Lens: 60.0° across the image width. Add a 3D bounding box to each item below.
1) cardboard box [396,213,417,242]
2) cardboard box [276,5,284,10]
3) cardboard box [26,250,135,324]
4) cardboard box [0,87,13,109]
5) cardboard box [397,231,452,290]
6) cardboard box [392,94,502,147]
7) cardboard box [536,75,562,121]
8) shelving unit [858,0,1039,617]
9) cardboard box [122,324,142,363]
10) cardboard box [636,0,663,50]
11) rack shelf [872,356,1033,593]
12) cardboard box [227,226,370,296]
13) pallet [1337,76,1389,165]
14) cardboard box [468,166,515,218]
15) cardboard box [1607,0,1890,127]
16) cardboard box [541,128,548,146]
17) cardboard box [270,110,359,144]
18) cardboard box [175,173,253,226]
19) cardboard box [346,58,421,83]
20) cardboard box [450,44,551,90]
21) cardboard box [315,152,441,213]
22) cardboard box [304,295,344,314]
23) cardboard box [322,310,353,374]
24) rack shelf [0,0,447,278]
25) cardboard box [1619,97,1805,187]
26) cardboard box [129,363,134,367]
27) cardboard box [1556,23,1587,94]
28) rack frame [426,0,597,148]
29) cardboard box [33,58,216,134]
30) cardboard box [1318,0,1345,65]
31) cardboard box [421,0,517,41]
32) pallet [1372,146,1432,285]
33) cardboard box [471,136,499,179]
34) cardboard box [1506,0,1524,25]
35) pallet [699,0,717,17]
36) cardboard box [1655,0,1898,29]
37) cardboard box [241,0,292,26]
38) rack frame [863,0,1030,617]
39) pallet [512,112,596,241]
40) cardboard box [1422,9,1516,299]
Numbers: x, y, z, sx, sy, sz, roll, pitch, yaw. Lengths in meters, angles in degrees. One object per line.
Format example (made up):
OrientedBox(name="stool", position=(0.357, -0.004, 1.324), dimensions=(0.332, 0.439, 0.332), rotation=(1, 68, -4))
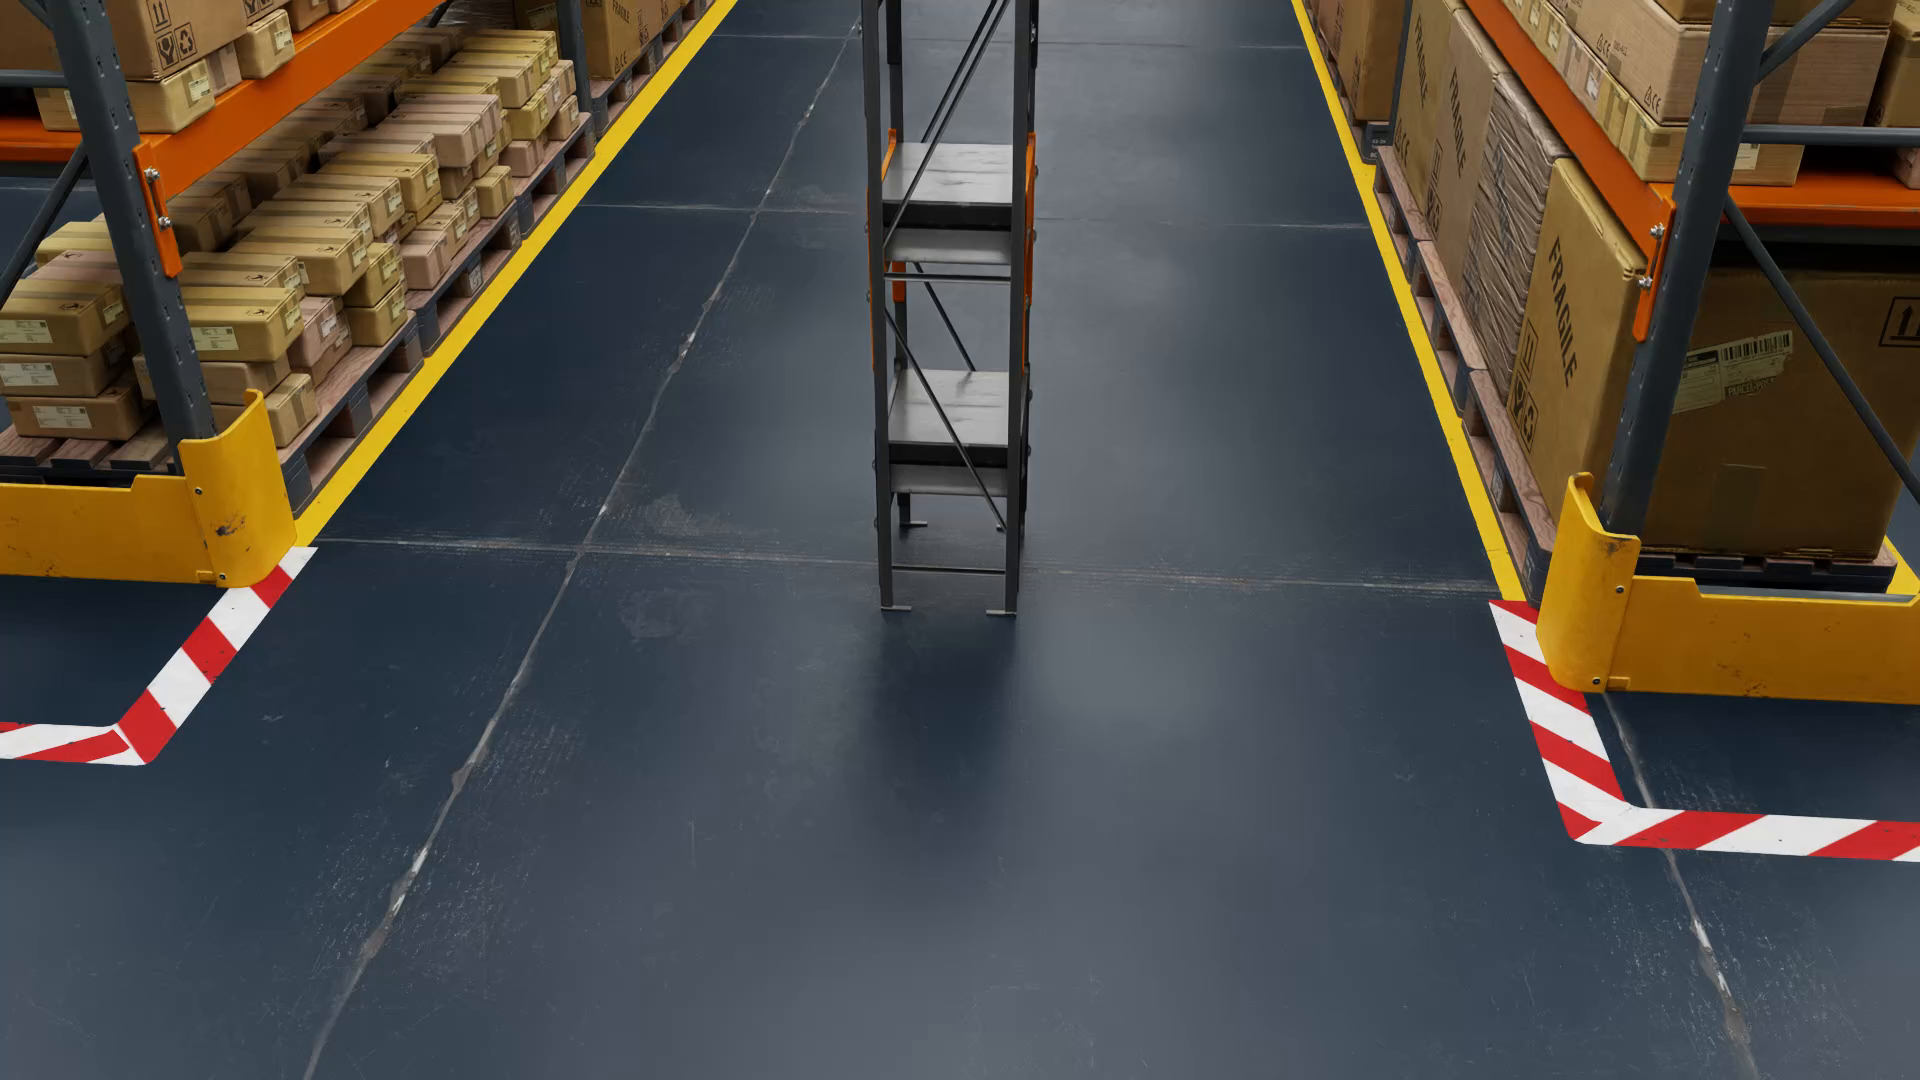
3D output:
OrientedBox(name="cardboard box", position=(-2.347, -1.247, 6.448), dimensions=(0.380, 0.149, 0.250), rotation=(4, 32, 7))
OrientedBox(name="cardboard box", position=(-2.401, -1.667, 5.335), dimensions=(0.380, 0.149, 0.250), rotation=(4, 32, 6))
OrientedBox(name="cardboard box", position=(-2.825, -0.839, 5.502), dimensions=(0.380, 0.149, 0.250), rotation=(3, 32, 5))
OrientedBox(name="cardboard box", position=(-2.948, -1.279, 4.706), dimensions=(0.380, 0.149, 0.250), rotation=(2, 32, 4))
OrientedBox(name="cardboard box", position=(-2.215, -1.093, 6.481), dimensions=(0.380, 0.149, 0.250), rotation=(1, 32, 2))
OrientedBox(name="cardboard box", position=(-2.160, -1.773, 7.018), dimensions=(0.380, 0.149, 0.250), rotation=(1, 32, 2))
OrientedBox(name="cardboard box", position=(-2.086, -2.067, 7.778), dimensions=(0.380, 0.149, 0.250), rotation=(1, 32, 2))
OrientedBox(name="shelving unit", position=(-0.013, -0.807, 4.559), dimensions=(0.431, 2.100, 0.503), rotation=(2, 32, 4))
OrientedBox(name="cardboard box", position=(-2.859, -0.718, 5.590), dimensions=(0.380, 0.149, 0.250), rotation=(2, 32, 3))
OrientedBox(name="cardboard box", position=(-2.001, -3.062, 9.341), dimensions=(0.500, 0.500, 0.500), rotation=(4, 32, 6))
OrientedBox(name="rack shelf", position=(-0.013, -0.200, 4.933), dimensions=(0.431, 0.518, 0.480), rotation=(2, 32, 4))
OrientedBox(name="cardboard box", position=(-2.261, -0.957, 5.694), dimensions=(0.380, 0.149, 0.250), rotation=(2, 32, 4))
OrientedBox(name="pallet", position=(2.556, -2.250, 8.700), dimensions=(1.003, 0.211, 1.213), rotation=(2, 32, 4))
OrientedBox(name="cardboard box", position=(-2.144, -1.500, 7.141), dimensions=(0.380, 0.149, 0.250), rotation=(2, 32, 4))
OrientedBox(name="cardboard box", position=(2.017, -1.267, 4.306), dimensions=(0.500, 0.250, 0.500), rotation=(2, 32, 3))
OrientedBox(name="cardboard box", position=(-2.164, -1.909, 7.805), dimensions=(0.380, 0.149, 0.250), rotation=(3, 32, 5))
OrientedBox(name="cardboard box", position=(-2.695, -1.654, 6.824), dimensions=(0.380, 0.149, 0.250), rotation=(1, 32, 2))
OrientedBox(name="cardboard box", position=(-2.880, -1.255, 6.177), dimensions=(0.380, 0.149, 0.250), rotation=(4, 32, 6))
OrientedBox(name="cardboard box", position=(-2.655, -2.067, 7.494), dimensions=(0.380, 0.149, 0.250), rotation=(2, 32, 3))
OrientedBox(name="cardboard box", position=(-2.118, -2.181, 7.680), dimensions=(0.380, 0.149, 0.250), rotation=(3, 32, 5))
OrientedBox(name="cardboard box", position=(-2.224, -1.371, 6.365), dimensions=(0.380, 0.149, 0.250), rotation=(3, 32, 5))
OrientedBox(name="cardboard box", position=(-2.384, -0.831, 5.773), dimensions=(0.380, 0.149, 0.250), rotation=(3, 32, 5))
OrientedBox(name="cardboard box", position=(-2.378, -0.700, 5.843), dimensions=(0.380, 0.149, 0.250), rotation=(3, 32, 5))
OrientedBox(name="rack shelf", position=(-2.530, -1.943, 6.230), dimensions=(1.077, 0.370, 4.000), rotation=(2, 32, 4))
OrientedBox(name="cardboard box", position=(1.943, -1.032, 4.306), dimensions=(0.380, 0.149, 0.250), rotation=(3, 32, 5))
OrientedBox(name="cardboard box", position=(-2.938, -0.592, 5.668), dimensions=(0.380, 0.149, 0.250), rotation=(3, 32, 5))
OrientedBox(name="cardboard box", position=(2.006, -1.431, 4.952), dimensions=(0.380, 0.149, 0.250), rotation=(3, 32, 5))
OrientedBox(name="rack frame", position=(-2.367, -3.295, 7.738), dimensions=(1.000, 3.000, 0.127), rotation=(2, 32, 4))
OrientedBox(name="cardboard box", position=(-2.340, -1.252, 4.662), dimensions=(0.380, 0.149, 0.250), rotation=(2, 32, 4))
OrientedBox(name="cardboard box", position=(2.672, -3.108, 9.059), dimensions=(1.225, 0.875, 0.875), rotation=(1, 32, 2))
OrientedBox(name="cardboard box", position=(-2.558, -2.808, 8.929), dimensions=(0.500, 0.500, 0.500), rotation=(2, 32, 3))
OrientedBox(name="pallet", position=(2.428, -1.449, 7.400), dimensions=(1.003, 0.211, 1.213), rotation=(2, 32, 4))
OrientedBox(name="cardboard box", position=(-2.209, -1.665, 7.126), dimensions=(0.380, 0.149, 0.250), rotation=(3, 32, 5))
OrientedBox(name="cardboard box", position=(2.068, -1.832, 5.603), dimensions=(0.380, 0.149, 0.250), rotation=(3, 32, 5))
OrientedBox(name="pallet", position=(-2.107, -3.791, 11.201), dimensions=(1.003, 0.211, 1.213), rotation=(2, 32, 4))
OrientedBox(name="cardboard box", position=(2.020, -1.587, 4.111), dimensions=(0.500, 0.500, 0.500), rotation=(3, 32, 5))
OrientedBox(name="cardboard box", position=(-2.363, -1.877, 5.058), dimensions=(0.500, 0.500, 0.500), rotation=(3, 32, 4))
OrientedBox(name="rack frame", position=(-0.033, -0.680, 4.352), dimensions=(0.400, 2.100, 0.015), rotation=(2, 32, 4))
OrientedBox(name="pallet", position=(-2.387, -1.756, 7.897), dimensions=(1.003, 0.211, 1.213), rotation=(2, 32, 4))
OrientedBox(name="cardboard box", position=(2.361, -1.493, 6.438), dimensions=(0.875, 0.875, 0.875), rotation=(2, 32, 4))
